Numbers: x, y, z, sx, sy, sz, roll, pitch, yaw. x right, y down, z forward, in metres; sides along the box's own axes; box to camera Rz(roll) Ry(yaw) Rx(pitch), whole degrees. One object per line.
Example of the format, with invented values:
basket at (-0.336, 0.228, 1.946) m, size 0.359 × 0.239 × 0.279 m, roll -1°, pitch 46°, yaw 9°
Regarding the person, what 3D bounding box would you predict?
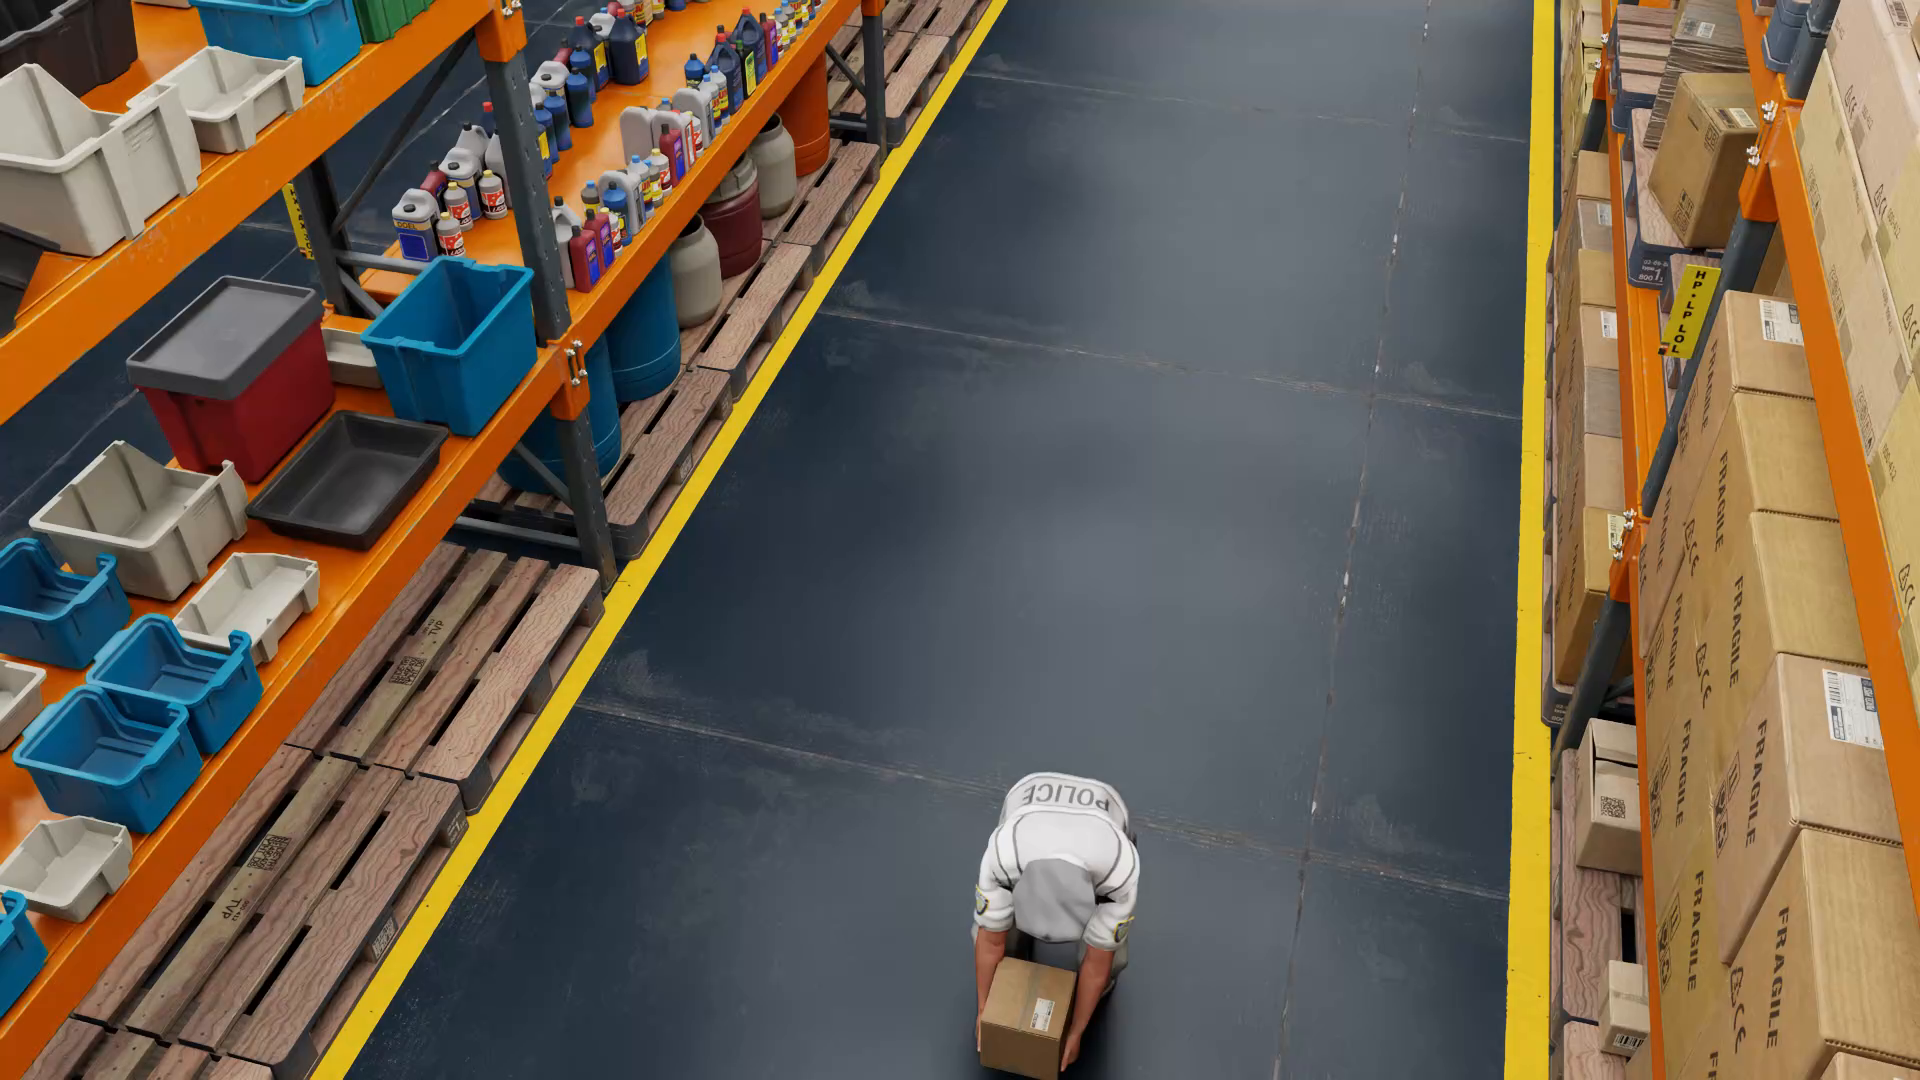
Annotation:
person at (0.313, 1.164, 5.401) m, size 0.534 × 0.985 × 0.923 m, roll 9°, pitch 42°, yaw 10°
